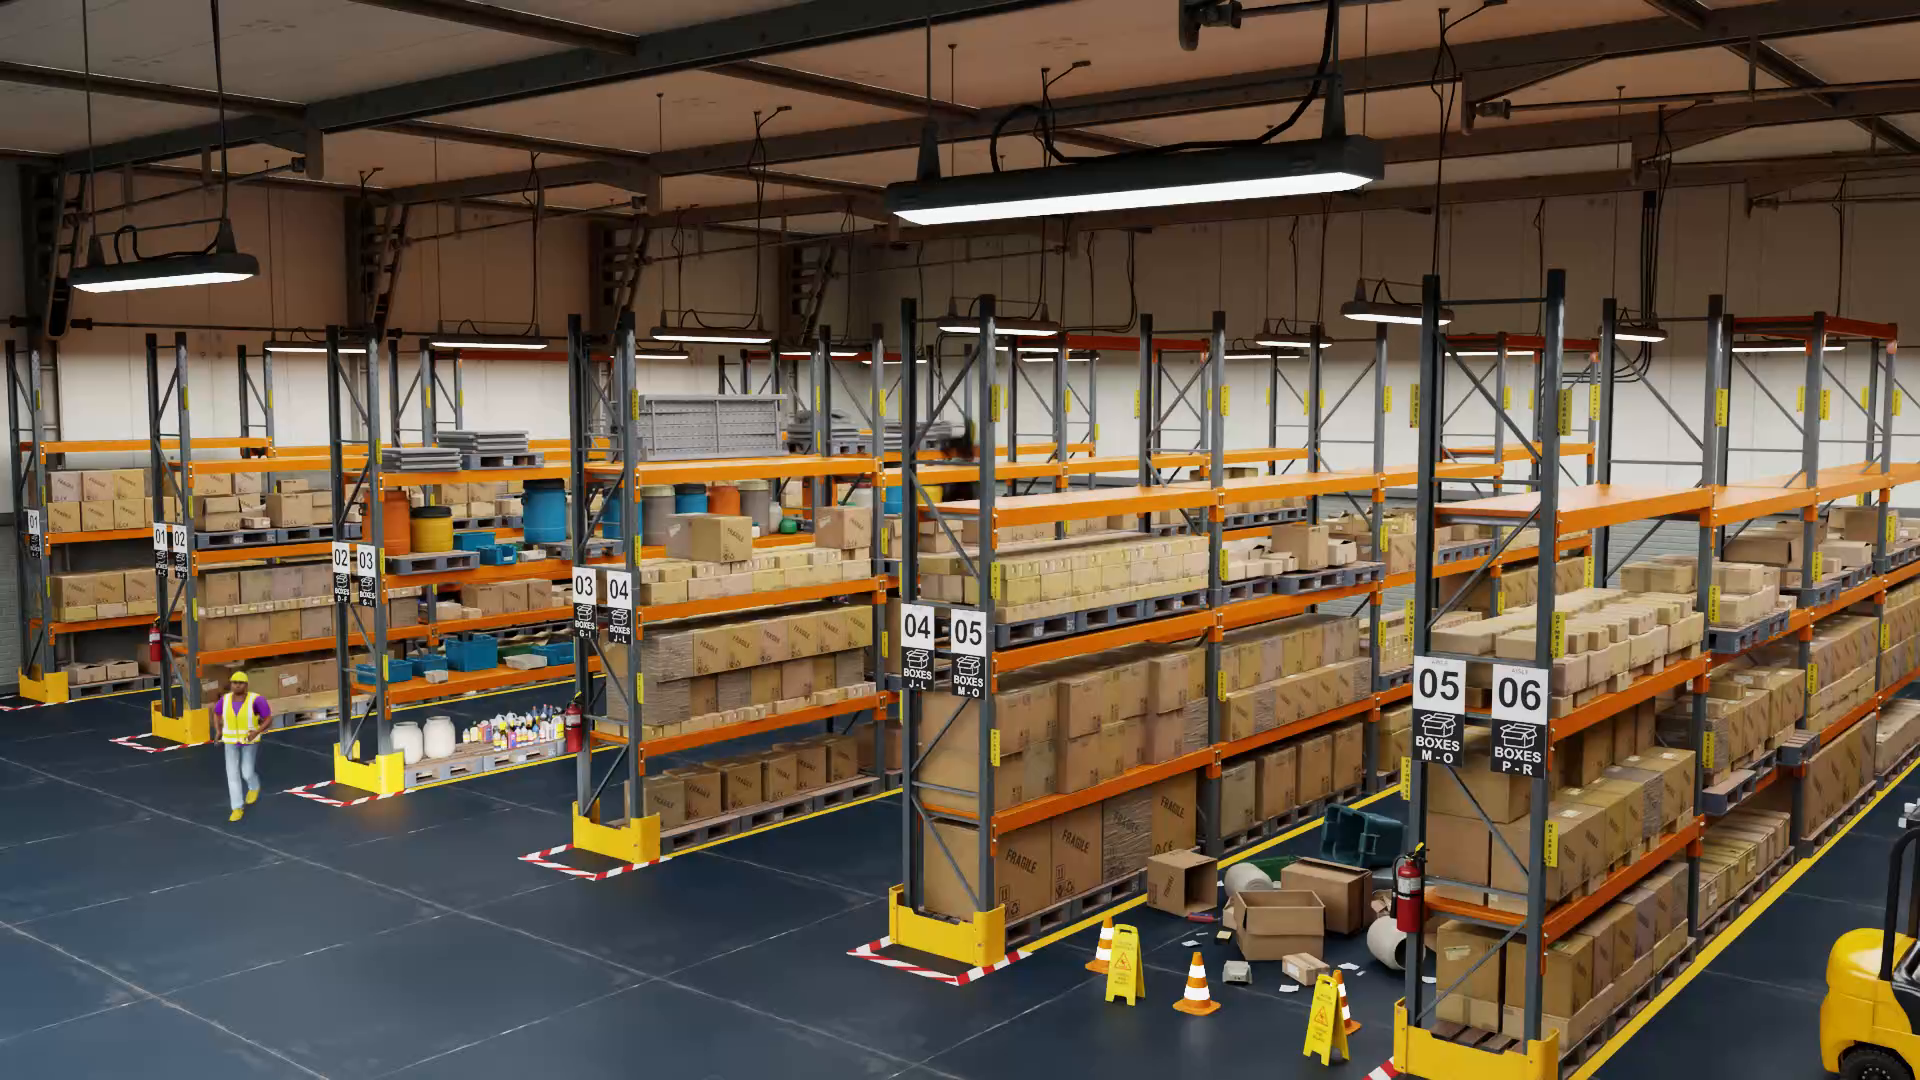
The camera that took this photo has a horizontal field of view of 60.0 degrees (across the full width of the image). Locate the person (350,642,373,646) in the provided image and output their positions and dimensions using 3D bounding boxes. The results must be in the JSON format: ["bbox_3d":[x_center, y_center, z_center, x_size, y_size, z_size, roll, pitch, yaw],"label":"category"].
[{"bbox_3d":[-10.539,1.727,29.263,0.573,1.609,0.556,3,6,29],"label":"person"}]

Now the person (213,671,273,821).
[{"bbox_3d":[-8.749,2.465,20.270,0.707,1.755,0.896,-1,5,-11],"label":"person"}]
